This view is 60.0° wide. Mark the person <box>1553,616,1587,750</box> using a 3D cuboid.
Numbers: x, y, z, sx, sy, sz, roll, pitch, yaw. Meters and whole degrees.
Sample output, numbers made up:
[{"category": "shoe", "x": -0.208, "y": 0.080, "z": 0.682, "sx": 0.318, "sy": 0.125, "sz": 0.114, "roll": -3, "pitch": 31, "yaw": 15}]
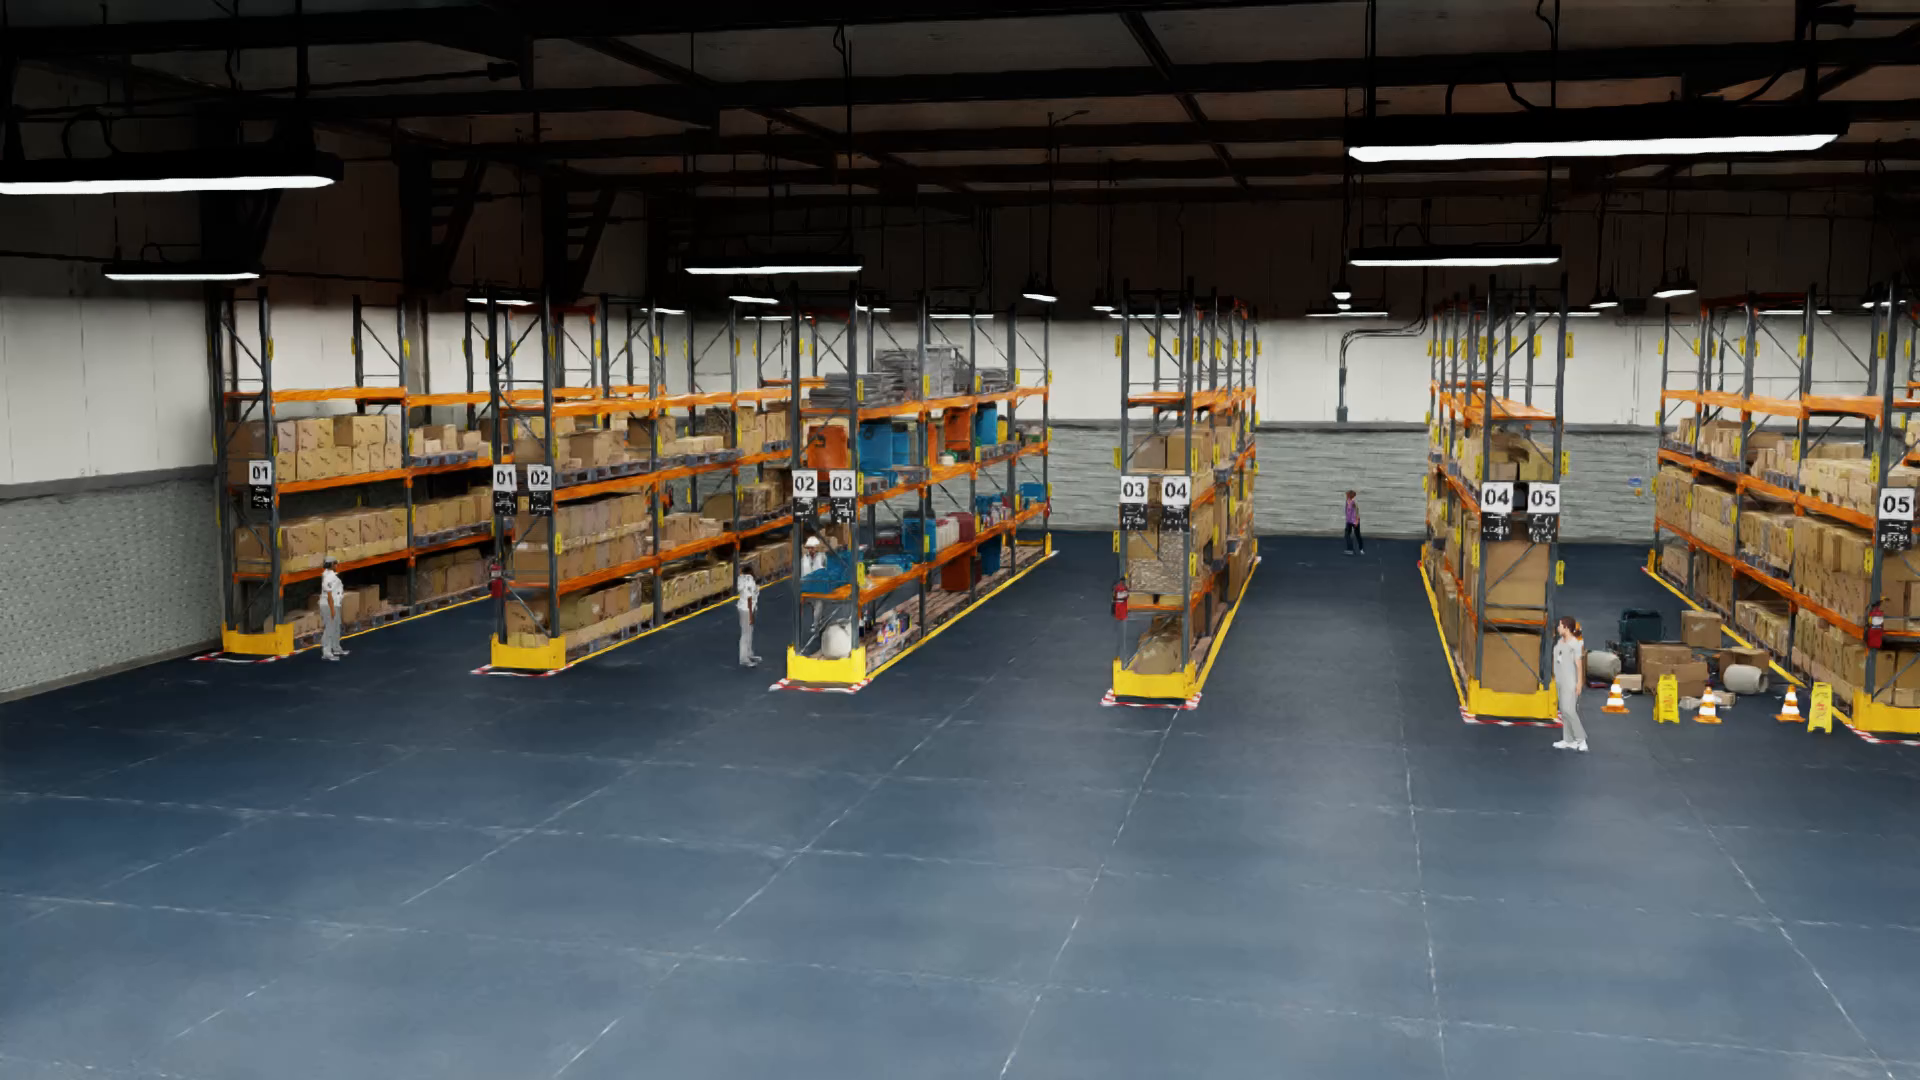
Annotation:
[{"category": "person", "x": 7.643, "y": 1.798, "z": 20.799, "sx": 0.397, "sy": 1.636, "sz": 0.568, "roll": -1, "pitch": 7, "yaw": -13}]

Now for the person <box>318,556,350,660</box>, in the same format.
[{"category": "person", "x": -10.146, "y": 1.082, "z": 26.905, "sx": 0.449, "sy": 1.671, "sz": 0.534, "roll": -2, "pitch": 7, "yaw": -19}]

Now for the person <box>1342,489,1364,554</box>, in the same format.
[{"category": "person", "x": 9.644, "y": -0.447, "z": 40.668, "sx": 0.531, "sy": 1.586, "sz": 0.457, "roll": -3, "pitch": 7, "yaw": -26}]

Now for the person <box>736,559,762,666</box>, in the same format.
[{"category": "person", "x": -3.336, "y": 1.136, "z": 26.376, "sx": 0.422, "sy": 1.677, "sz": 0.502, "roll": -2, "pitch": 7, "yaw": -19}]

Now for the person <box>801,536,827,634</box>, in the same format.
[{"category": "person", "x": -2.583, "y": 0.774, "z": 29.371, "sx": 0.544, "sy": 1.697, "sz": 1.100, "roll": 2, "pitch": 7, "yaw": 18}]
